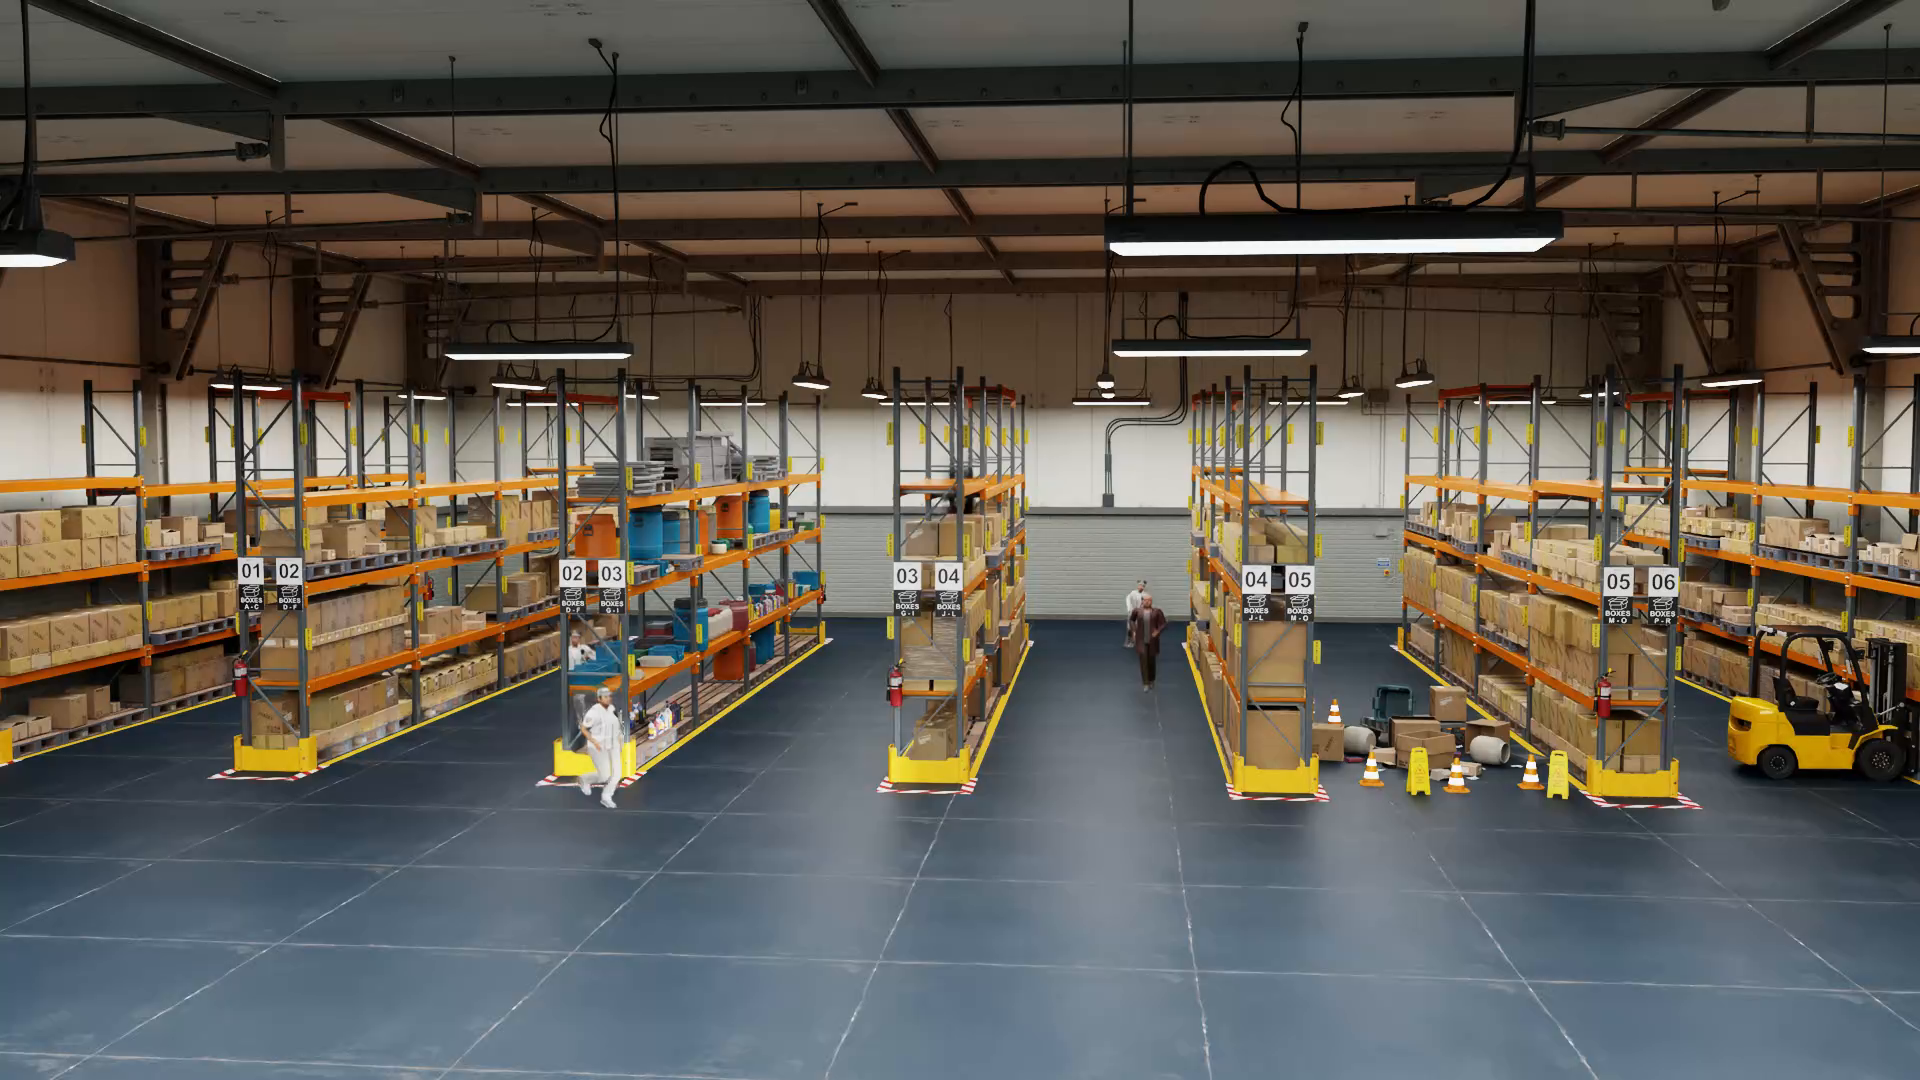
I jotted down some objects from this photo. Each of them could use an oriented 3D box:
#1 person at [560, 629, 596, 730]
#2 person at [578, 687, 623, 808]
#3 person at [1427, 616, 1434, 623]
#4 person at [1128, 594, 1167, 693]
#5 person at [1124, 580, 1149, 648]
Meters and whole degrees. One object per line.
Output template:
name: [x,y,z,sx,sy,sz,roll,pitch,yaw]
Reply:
person: [-6.569,2.394,28.547,0.590,1.740,0.726,0,4,3]
person: [-4.877,2.808,22.585,0.603,1.637,0.623,2,4,34]
person: [11.549,1.694,40.353,0.523,1.602,0.839,2,4,32]
person: [3.494,1.913,31.021,0.721,1.807,0.826,0,4,8]
person: [4.180,1.740,39.154,0.640,1.636,0.588,1,4,12]
